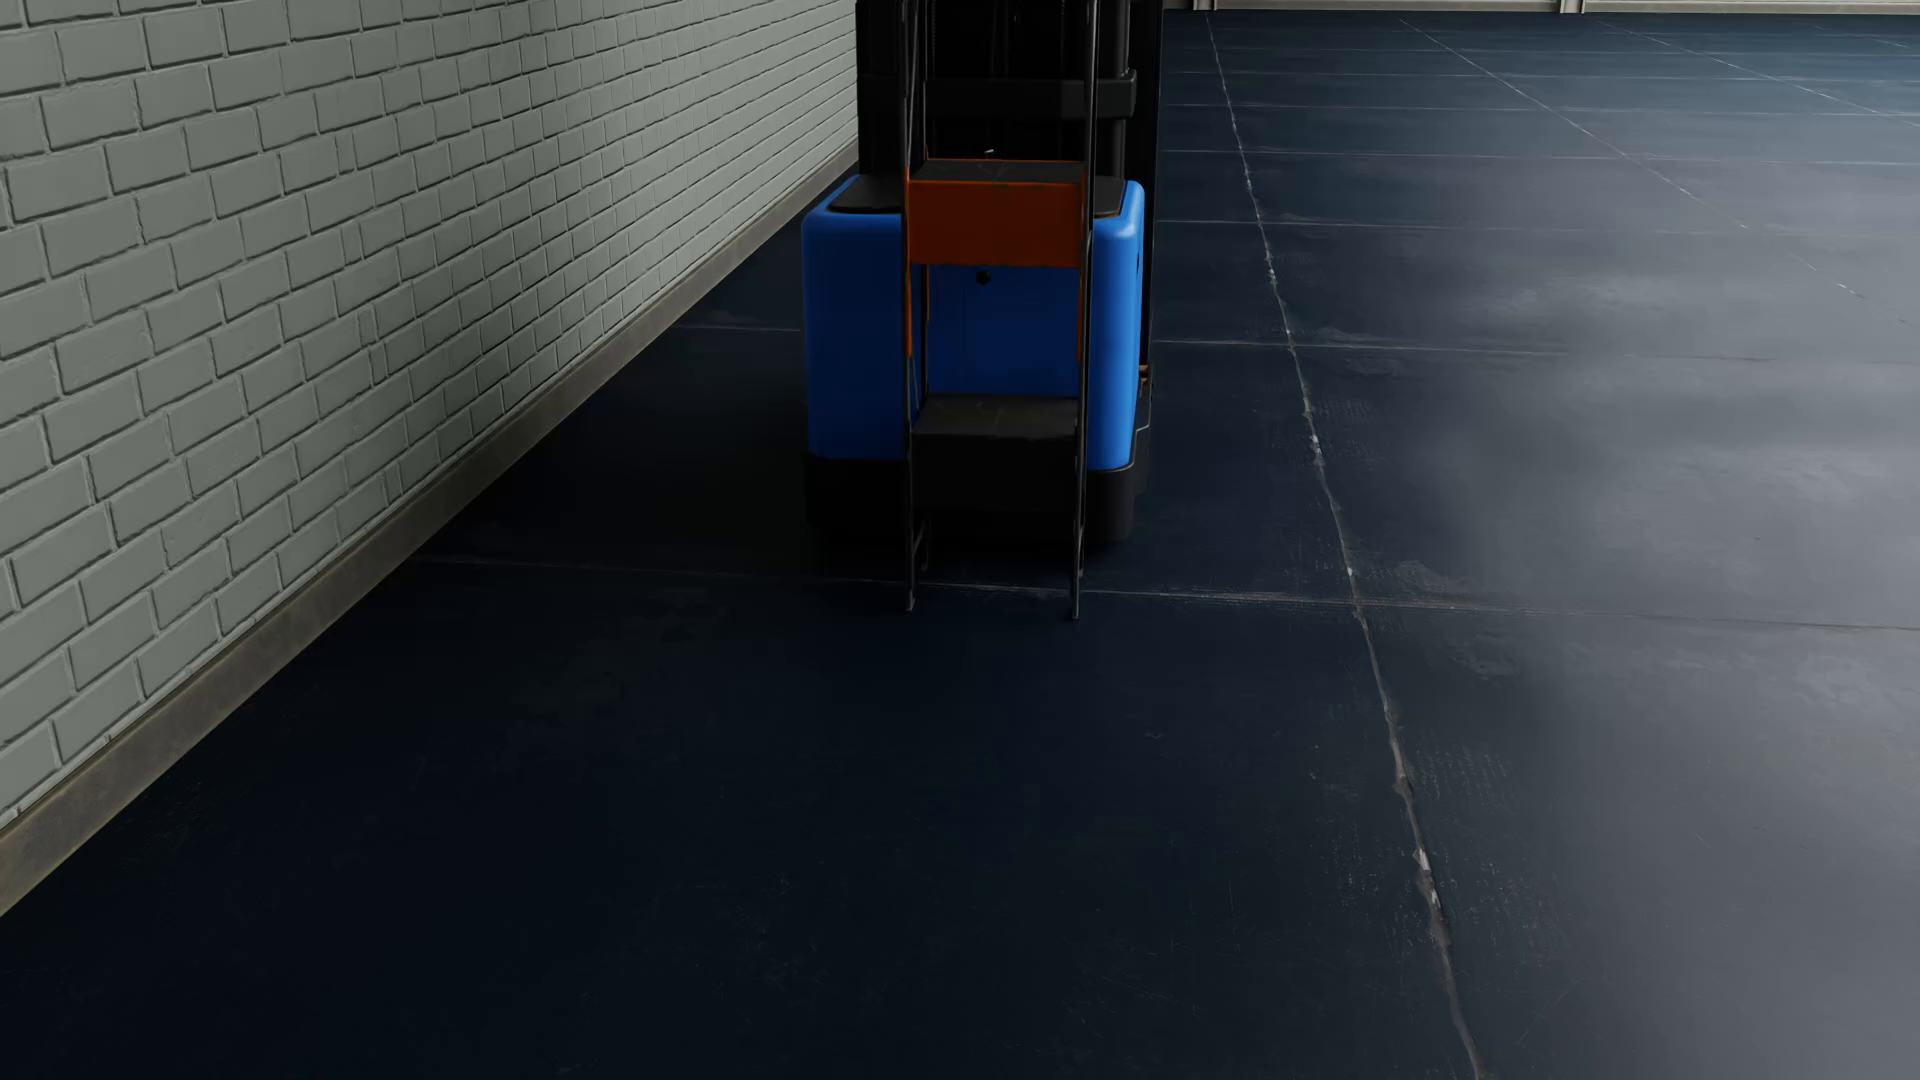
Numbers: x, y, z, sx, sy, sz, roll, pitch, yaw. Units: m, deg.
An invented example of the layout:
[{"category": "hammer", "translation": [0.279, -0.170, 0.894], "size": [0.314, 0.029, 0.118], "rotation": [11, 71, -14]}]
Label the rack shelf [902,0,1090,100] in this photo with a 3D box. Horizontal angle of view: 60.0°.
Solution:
[{"category": "rack shelf", "translation": [0.113, -1.462, 4.414], "size": [0.480, 0.518, 0.431], "rotation": [2, 22, 6]}]

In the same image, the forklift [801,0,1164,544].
[{"category": "forklift", "translation": [0.205, -1.856, 6.147], "size": [1.130, 2.935, 3.031], "rotation": [3, 22, 7]}]

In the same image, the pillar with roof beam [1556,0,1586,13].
[{"category": "pillar with roof beam", "translation": [9.605, -11.359, 21.932], "size": [0.400, 9.000, 9.100], "rotation": [2, 22, 6]}]

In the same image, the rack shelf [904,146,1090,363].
[{"category": "rack shelf", "translation": [0.113, -0.811, 4.671], "size": [0.480, 0.518, 0.431], "rotation": [2, 22, 6]}]

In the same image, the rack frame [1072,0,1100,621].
[{"category": "rack frame", "translation": [0.355, -0.813, 4.640], "size": [0.015, 2.100, 0.400], "rotation": [2, 22, 6]}]

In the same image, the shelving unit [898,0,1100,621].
[{"category": "shelving unit", "translation": [0.113, -0.823, 4.666], "size": [0.503, 2.100, 0.431], "rotation": [2, 22, 6]}]

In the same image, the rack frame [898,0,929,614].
[{"category": "rack frame", "translation": [-0.130, -0.833, 4.692], "size": [0.015, 2.100, 0.400], "rotation": [2, 22, 6]}]

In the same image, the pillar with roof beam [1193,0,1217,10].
[{"category": "pillar with roof beam", "translation": [3.647, -11.619, 22.589], "size": [0.400, 9.000, 9.100], "rotation": [2, 22, 6]}]

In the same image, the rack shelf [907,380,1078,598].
[{"category": "rack shelf", "translation": [0.113, -0.160, 4.929], "size": [0.480, 0.518, 0.431], "rotation": [2, 22, 6]}]
